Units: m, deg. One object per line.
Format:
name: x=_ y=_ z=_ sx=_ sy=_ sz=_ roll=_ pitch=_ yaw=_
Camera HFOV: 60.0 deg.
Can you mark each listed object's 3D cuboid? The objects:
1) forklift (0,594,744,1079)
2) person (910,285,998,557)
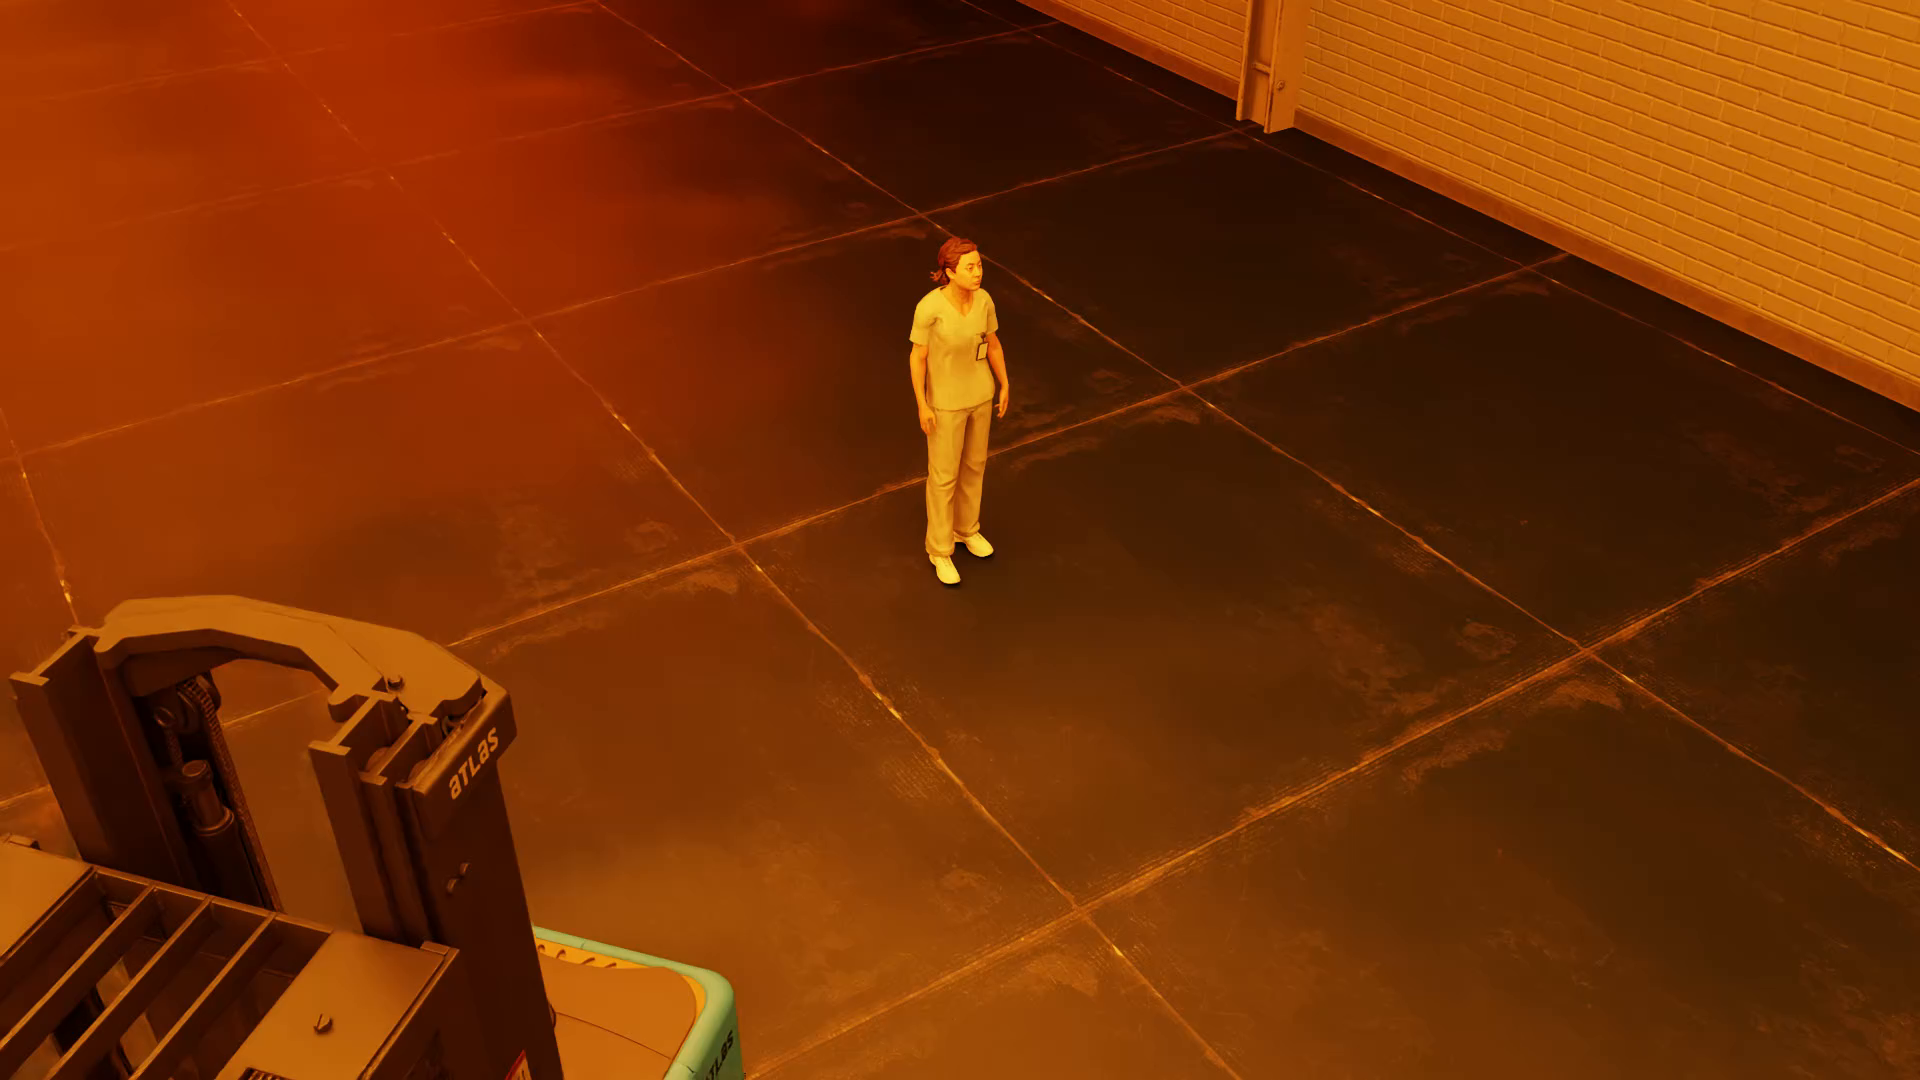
forklift: x=-1.580 y=1.712 z=3.711 sx=1.130 sy=2.935 sz=3.031 roll=10 pitch=36 yaw=14
person: x=0.009 y=-0.600 z=8.240 sx=0.517 sy=1.362 sz=0.395 roll=-21 pitch=40 yaw=-27
